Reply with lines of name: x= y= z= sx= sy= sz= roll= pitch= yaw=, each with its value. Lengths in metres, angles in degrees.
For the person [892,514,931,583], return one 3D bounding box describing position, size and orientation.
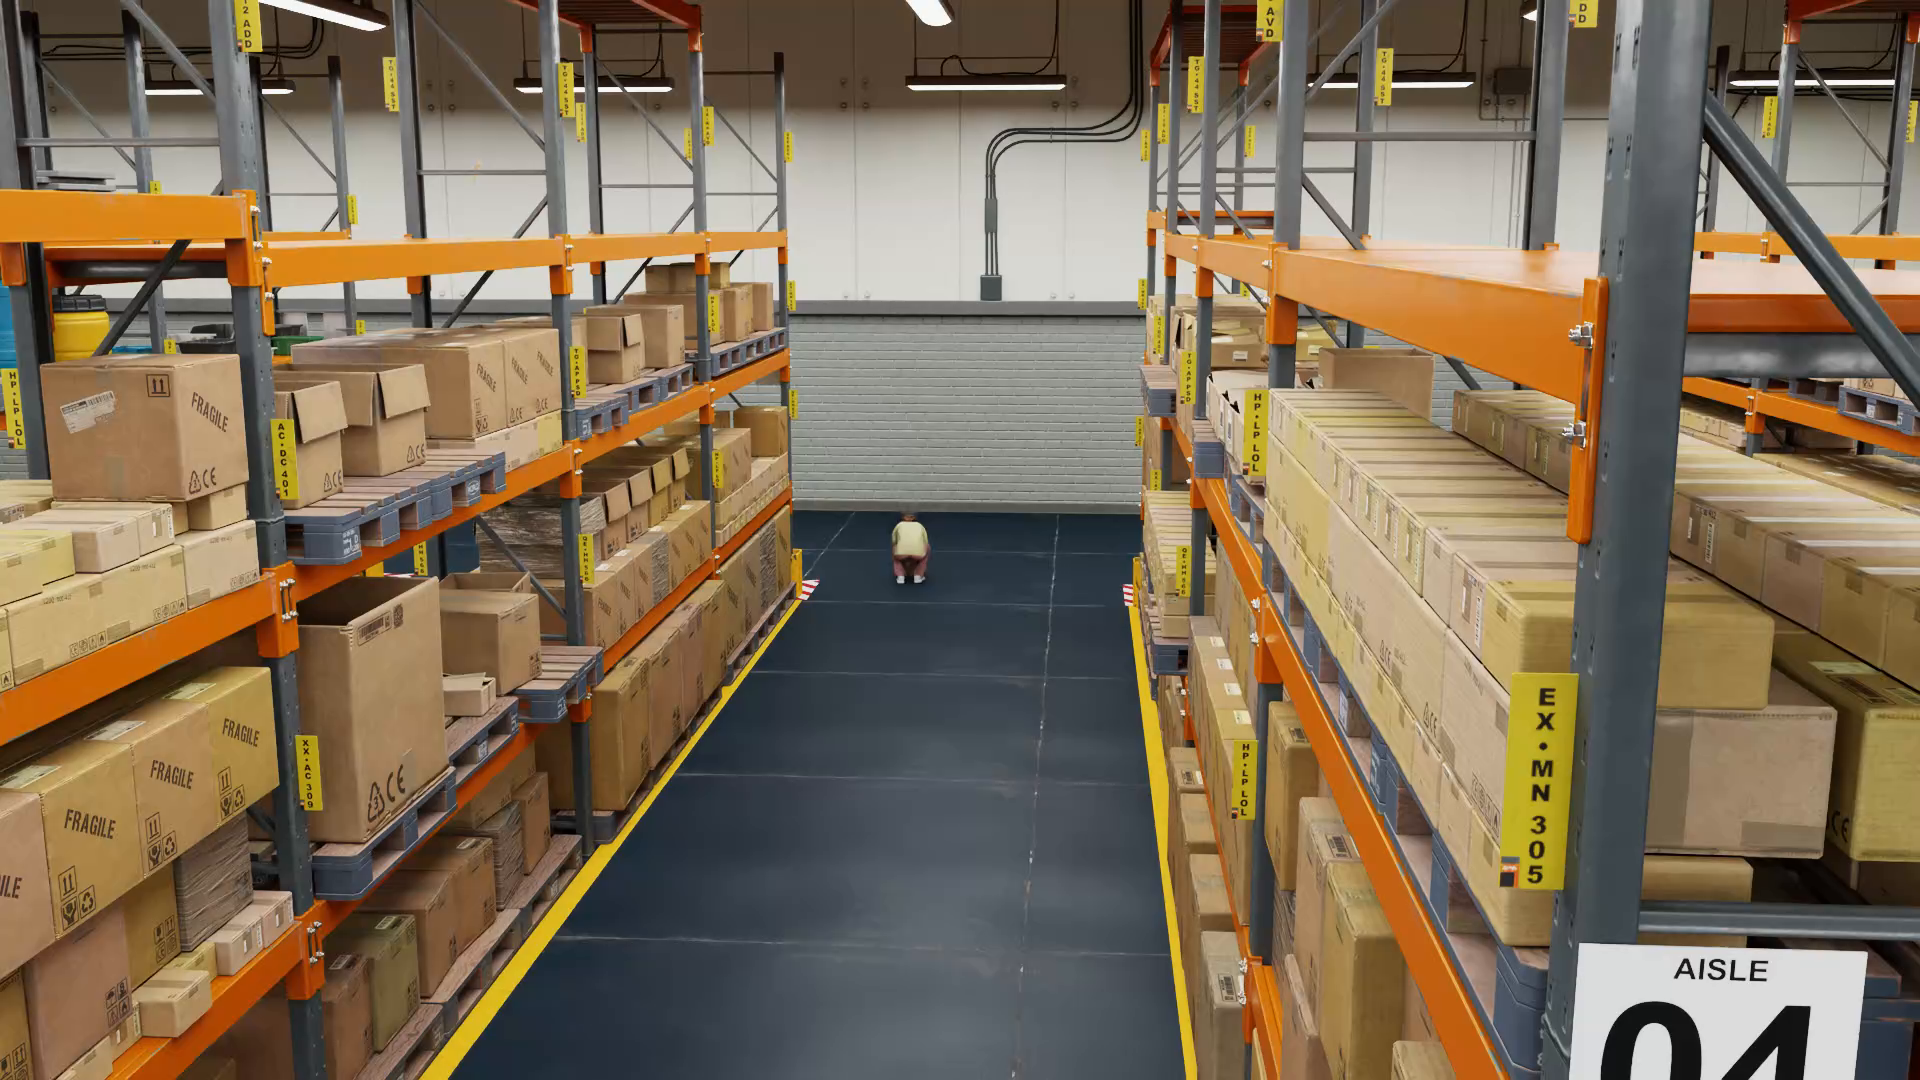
person: x=-0.593 y=0.122 z=19.875 sx=0.468 sy=0.803 sz=0.825 roll=1 pitch=11 yaw=4
